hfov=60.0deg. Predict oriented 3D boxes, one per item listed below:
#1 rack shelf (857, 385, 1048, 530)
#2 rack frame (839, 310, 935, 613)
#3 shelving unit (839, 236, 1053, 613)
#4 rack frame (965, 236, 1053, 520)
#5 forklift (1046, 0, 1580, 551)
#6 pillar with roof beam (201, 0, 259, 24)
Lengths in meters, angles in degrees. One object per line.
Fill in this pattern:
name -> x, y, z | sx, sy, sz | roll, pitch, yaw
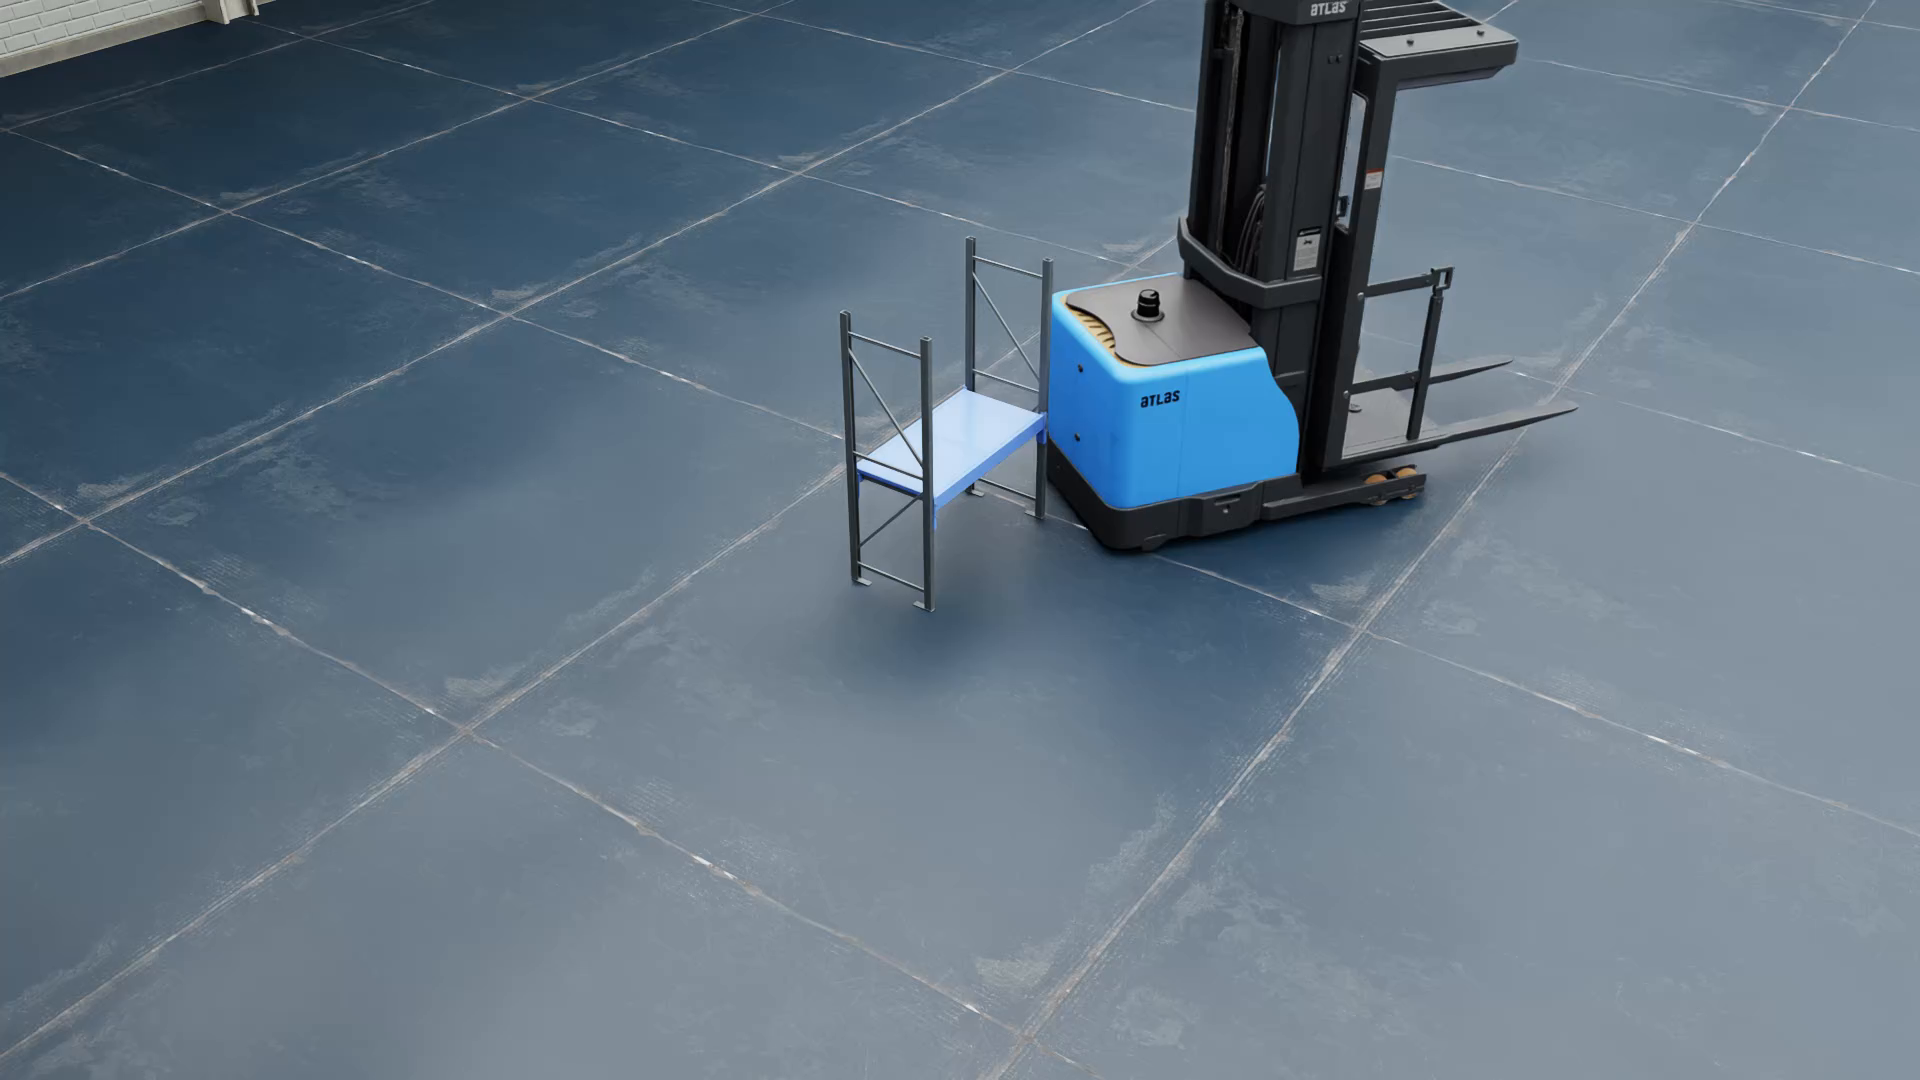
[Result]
rack shelf -> -0.049, -0.433, 8.373 | 0.538, 0.185, 1.000 | 21, 39, 28
rack frame -> -0.338, -0.348, 7.926 | 0.500, 1.500, 0.032 | 21, 39, 28
shelving unit -> -0.049, -0.582, 8.272 | 0.538, 1.500, 1.048 | 21, 39, 28
rack frame -> 0.241, -0.816, 8.618 | 0.500, 1.500, 0.032 | 21, 39, 28
forklift -> 2.000, -1.664, 8.595 | 3.031, 2.935, 1.130 | -12, 36, -17
pillar with roof beam -> -3.623, -7.506, 11.816 | 9.100, 9.000, 0.400 | 21, 39, 28
